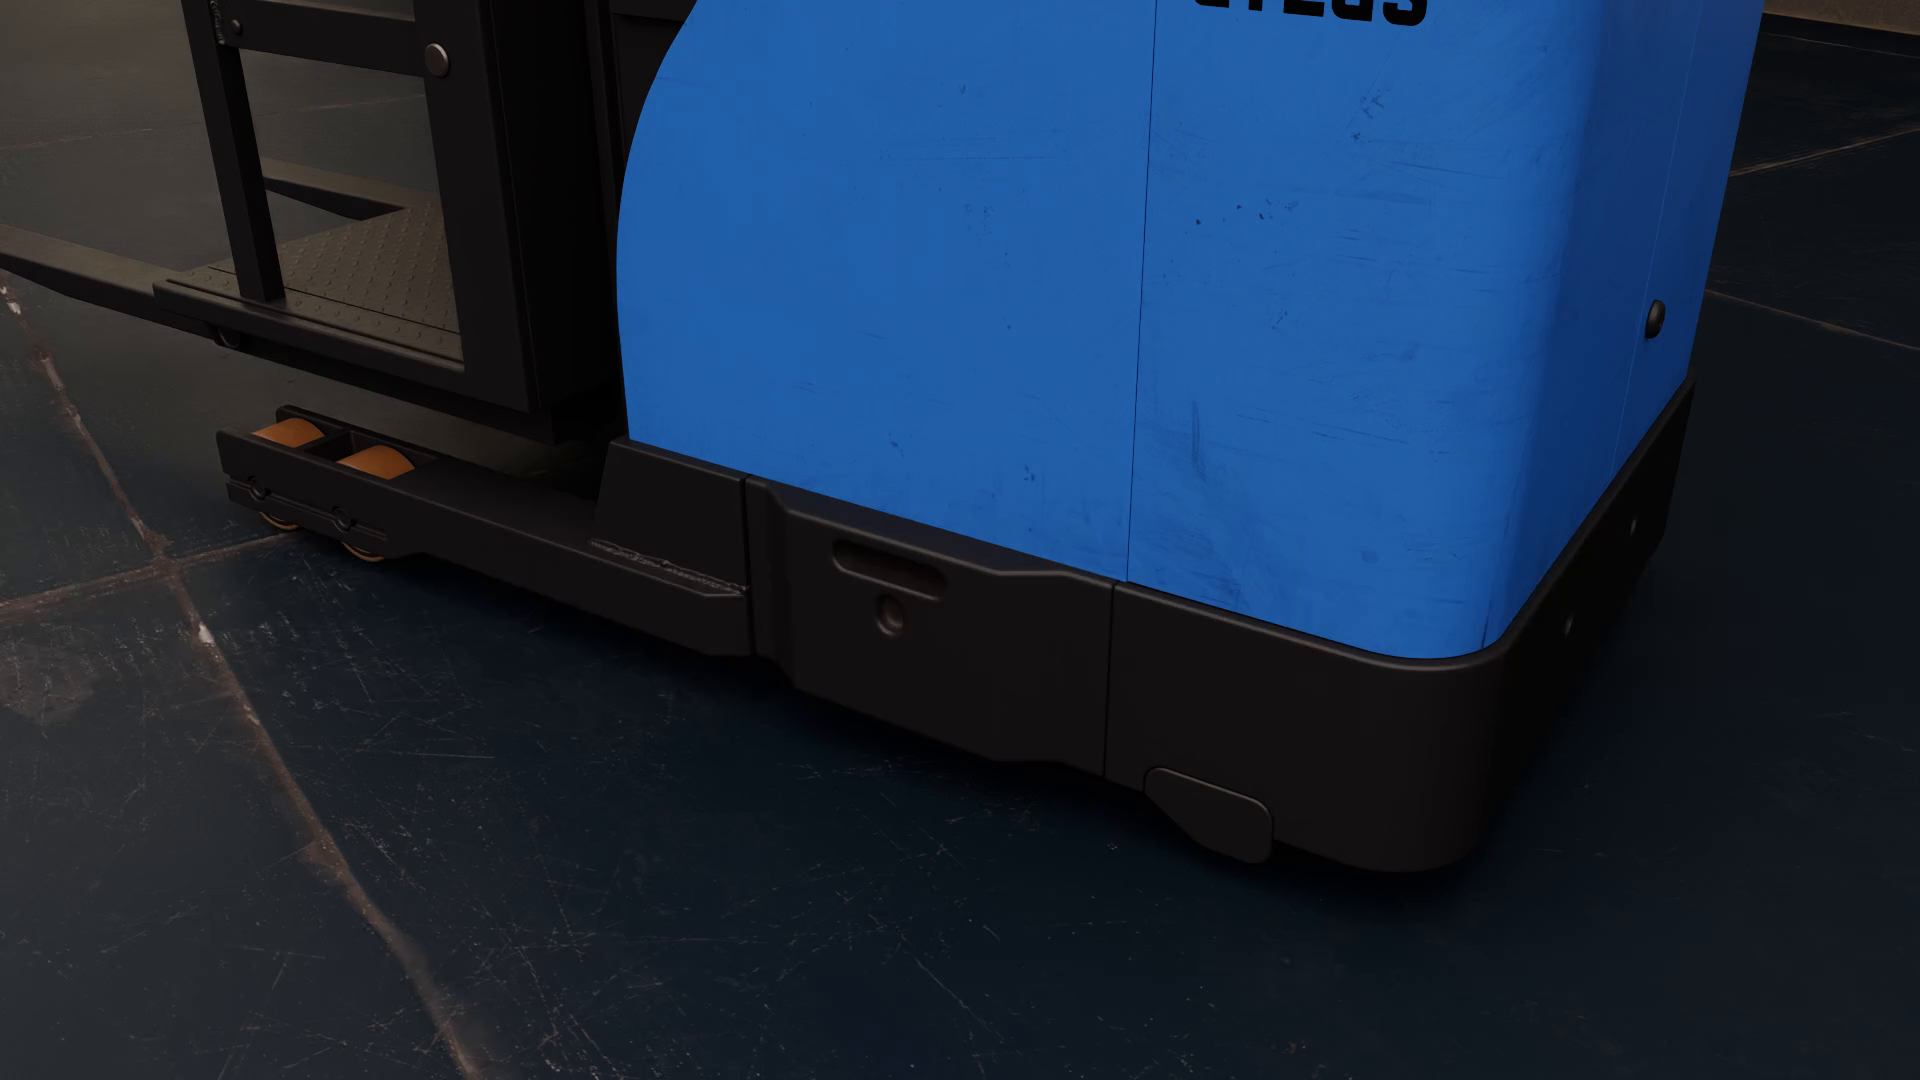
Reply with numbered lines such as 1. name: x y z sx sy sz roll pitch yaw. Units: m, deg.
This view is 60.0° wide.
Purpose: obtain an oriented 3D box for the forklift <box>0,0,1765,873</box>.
1. forklift: -0.511 -1.459 2.139 3.031 2.935 1.130 16 31 29
